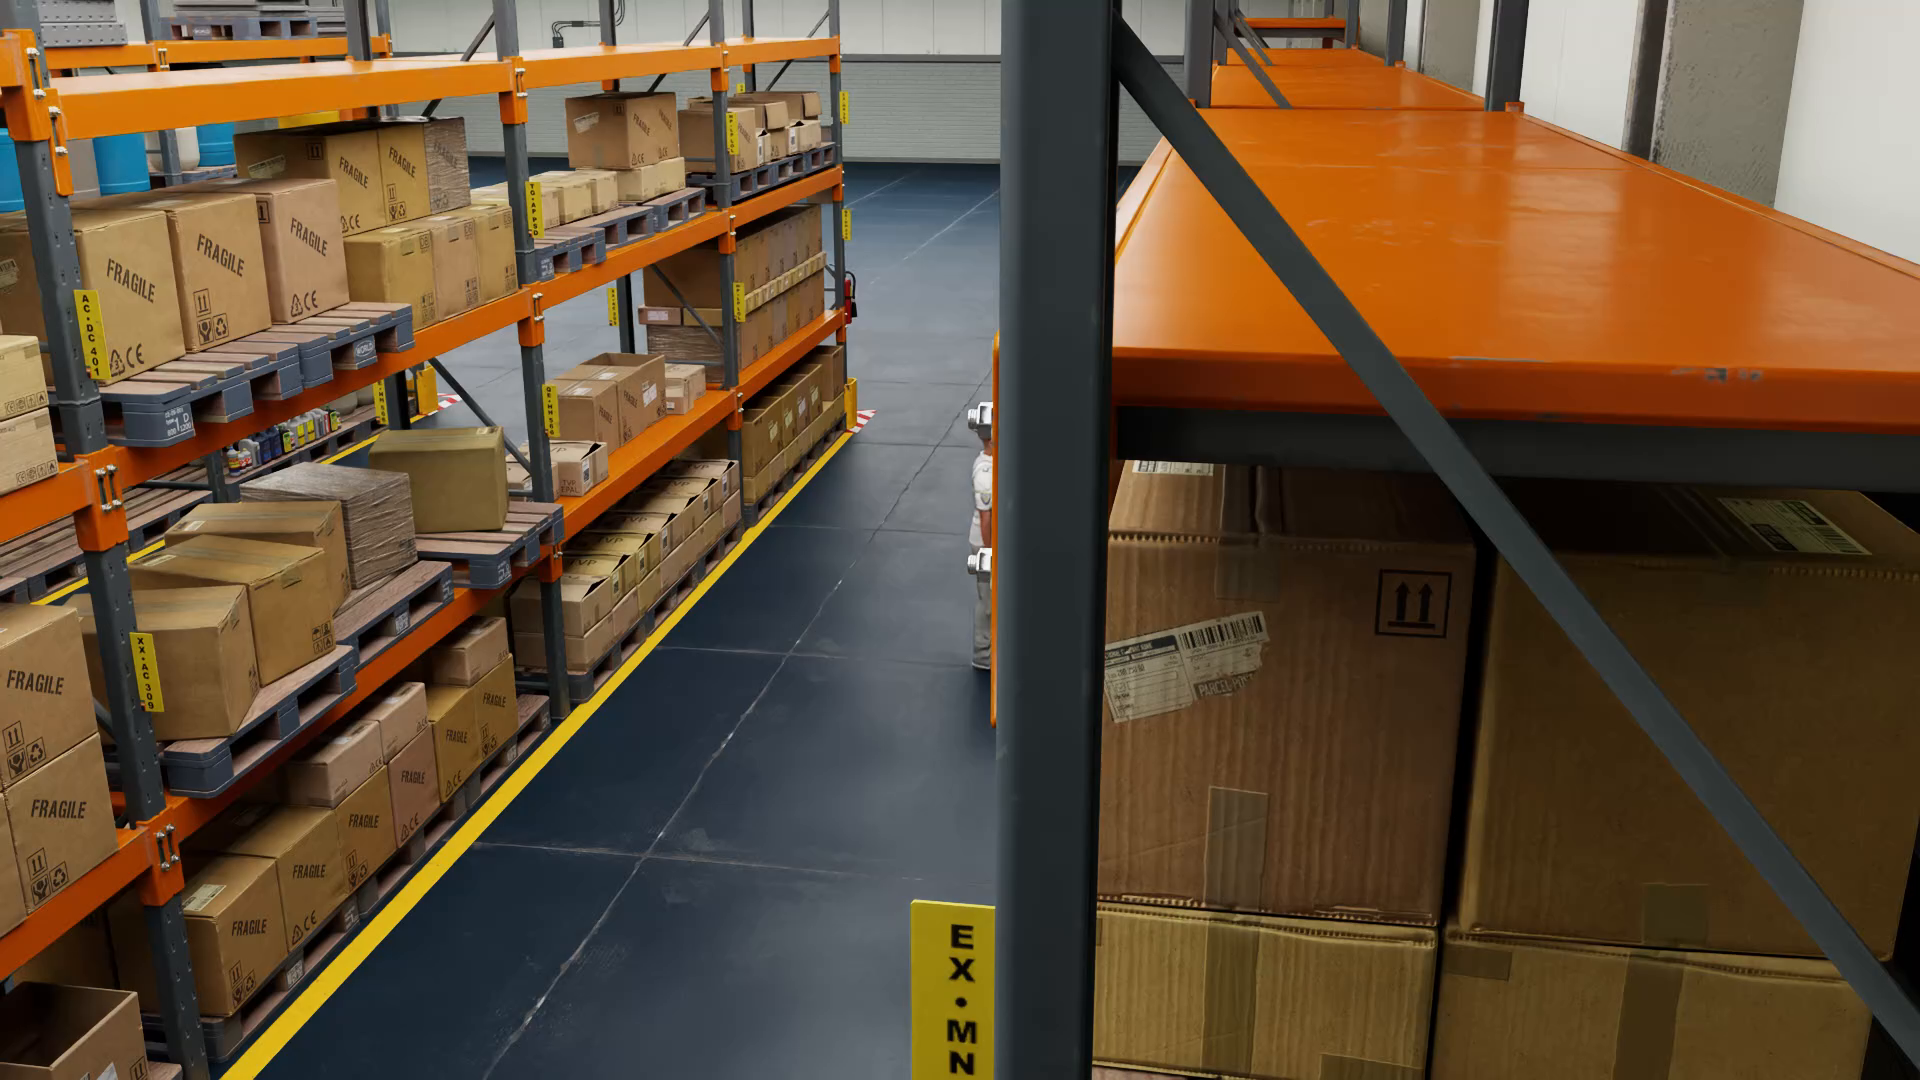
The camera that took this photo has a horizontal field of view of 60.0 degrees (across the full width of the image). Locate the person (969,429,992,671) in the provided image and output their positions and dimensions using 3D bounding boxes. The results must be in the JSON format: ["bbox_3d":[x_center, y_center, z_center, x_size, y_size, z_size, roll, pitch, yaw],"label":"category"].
[{"bbox_3d":[0.267,0.019,11.455,0.395,1.774,0.527,3,18,10],"label":"person"}]
